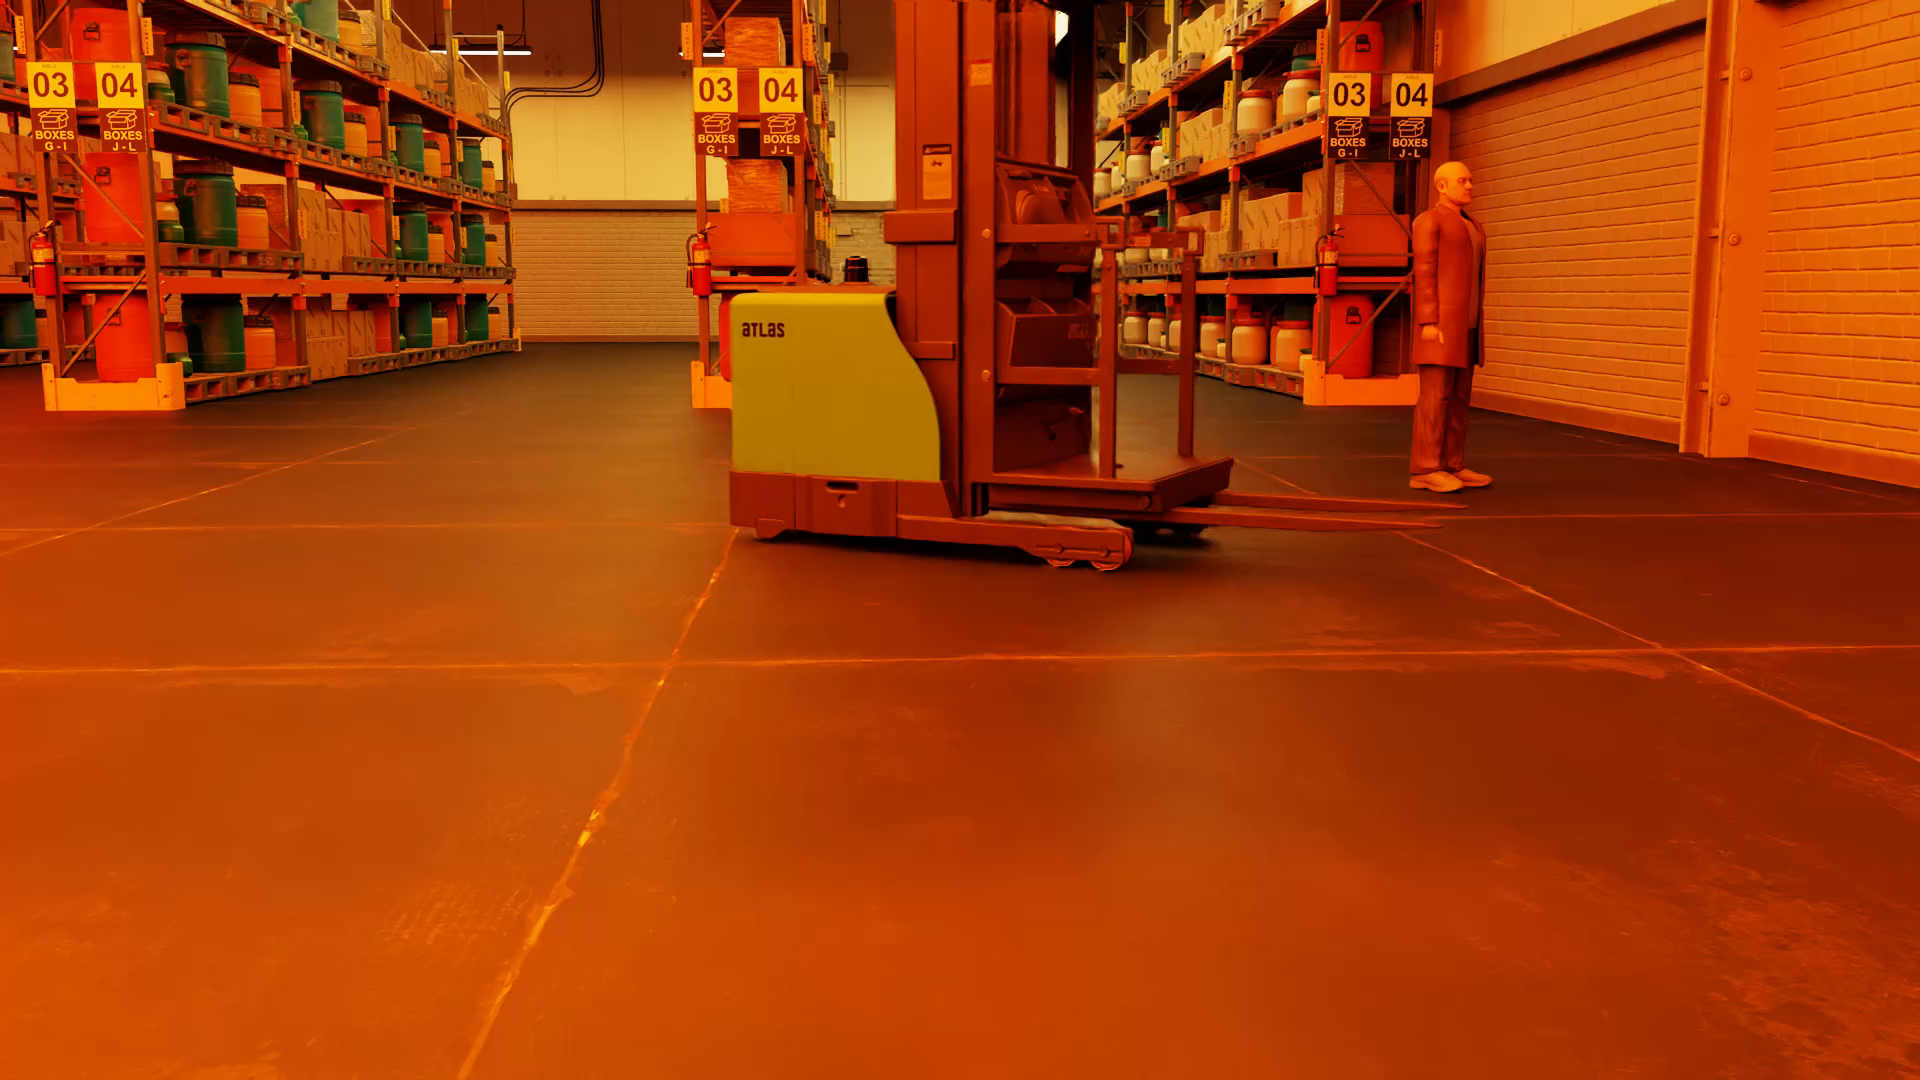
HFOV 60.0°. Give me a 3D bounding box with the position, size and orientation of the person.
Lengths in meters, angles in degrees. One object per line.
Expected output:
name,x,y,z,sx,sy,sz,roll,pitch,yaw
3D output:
person,2.733,-1.174,9.152,0.393,1.782,0.550,8,12,43

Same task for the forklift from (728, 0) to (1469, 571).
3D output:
forklift,0.546,-1.417,6.874,3.031,2.935,1.130,4,9,25
